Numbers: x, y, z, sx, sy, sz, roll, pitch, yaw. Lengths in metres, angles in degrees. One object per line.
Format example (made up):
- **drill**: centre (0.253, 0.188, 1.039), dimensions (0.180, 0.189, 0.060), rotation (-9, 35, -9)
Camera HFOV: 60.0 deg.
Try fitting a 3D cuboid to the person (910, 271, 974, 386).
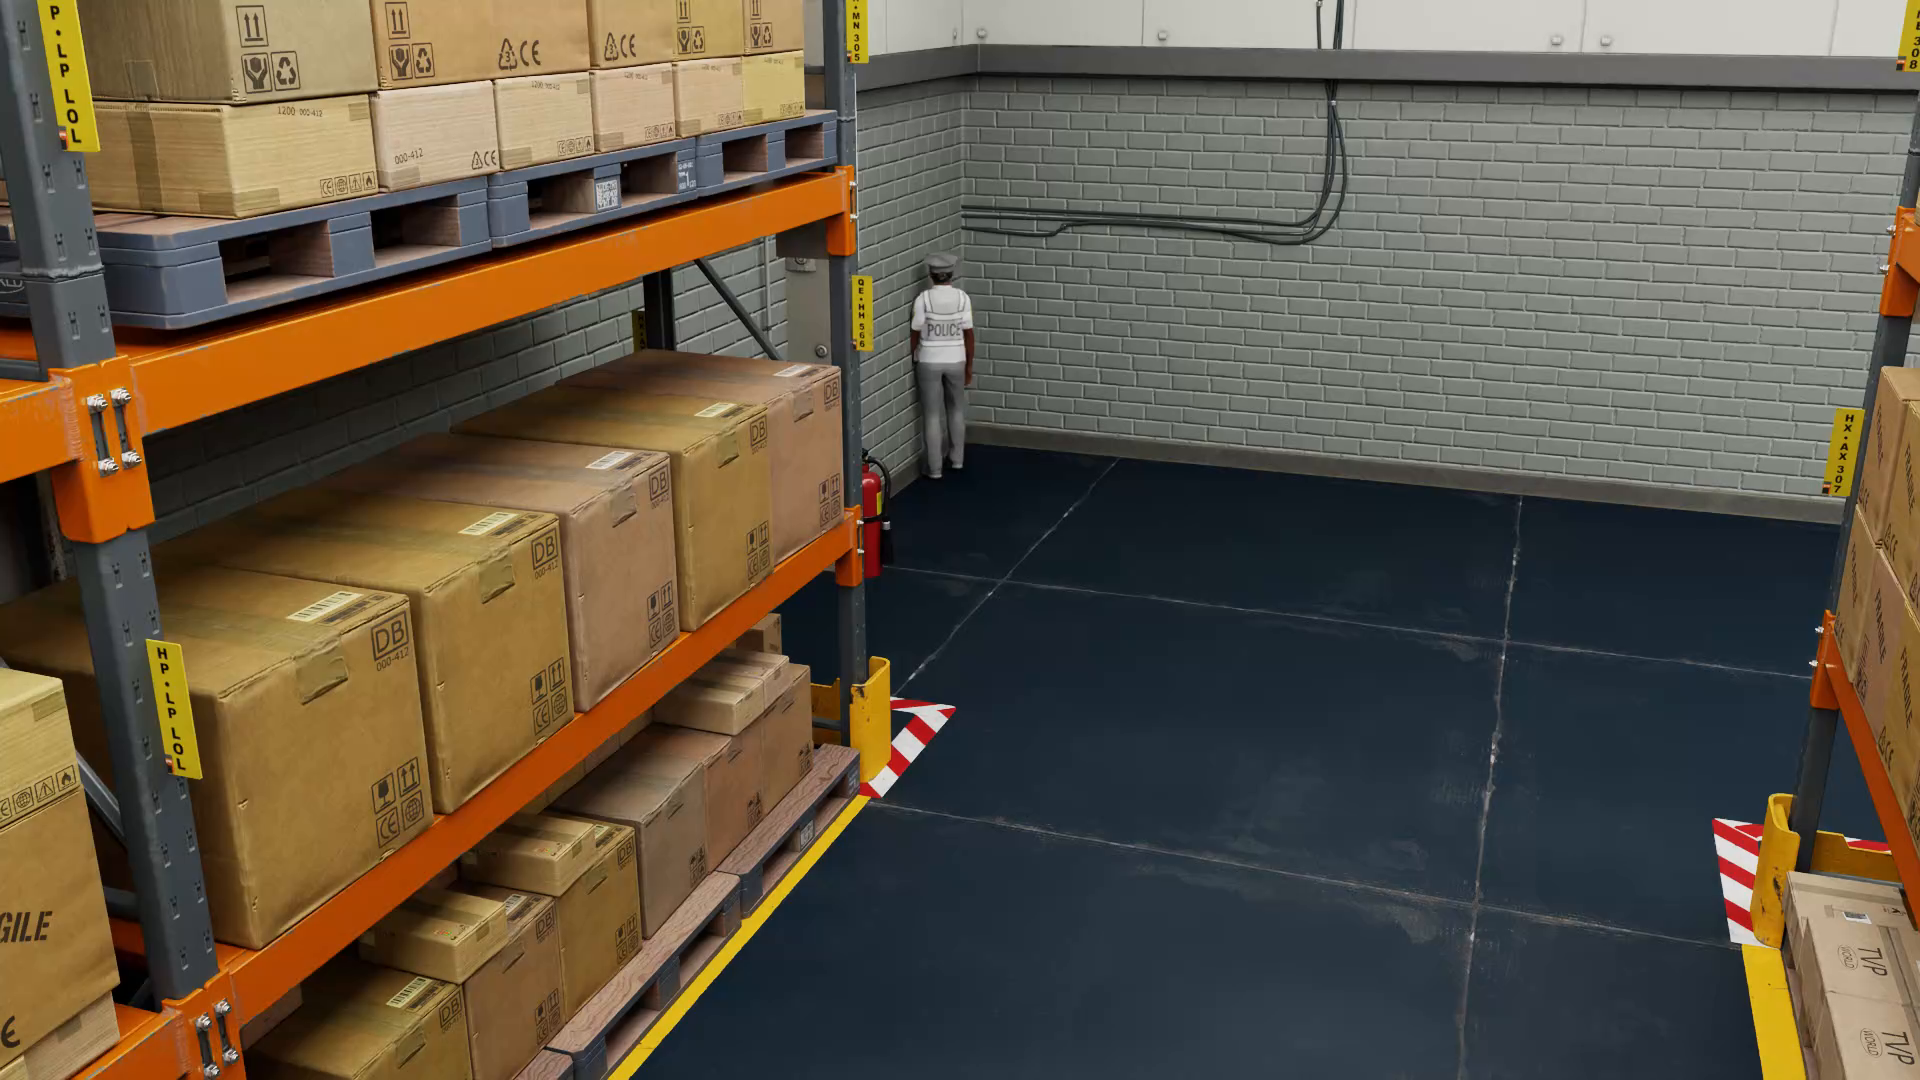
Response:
- **person**: centre (-0.152, -1.602, 12.191), dimensions (0.490, 0.990, 0.375), rotation (-5, 19, -15)
